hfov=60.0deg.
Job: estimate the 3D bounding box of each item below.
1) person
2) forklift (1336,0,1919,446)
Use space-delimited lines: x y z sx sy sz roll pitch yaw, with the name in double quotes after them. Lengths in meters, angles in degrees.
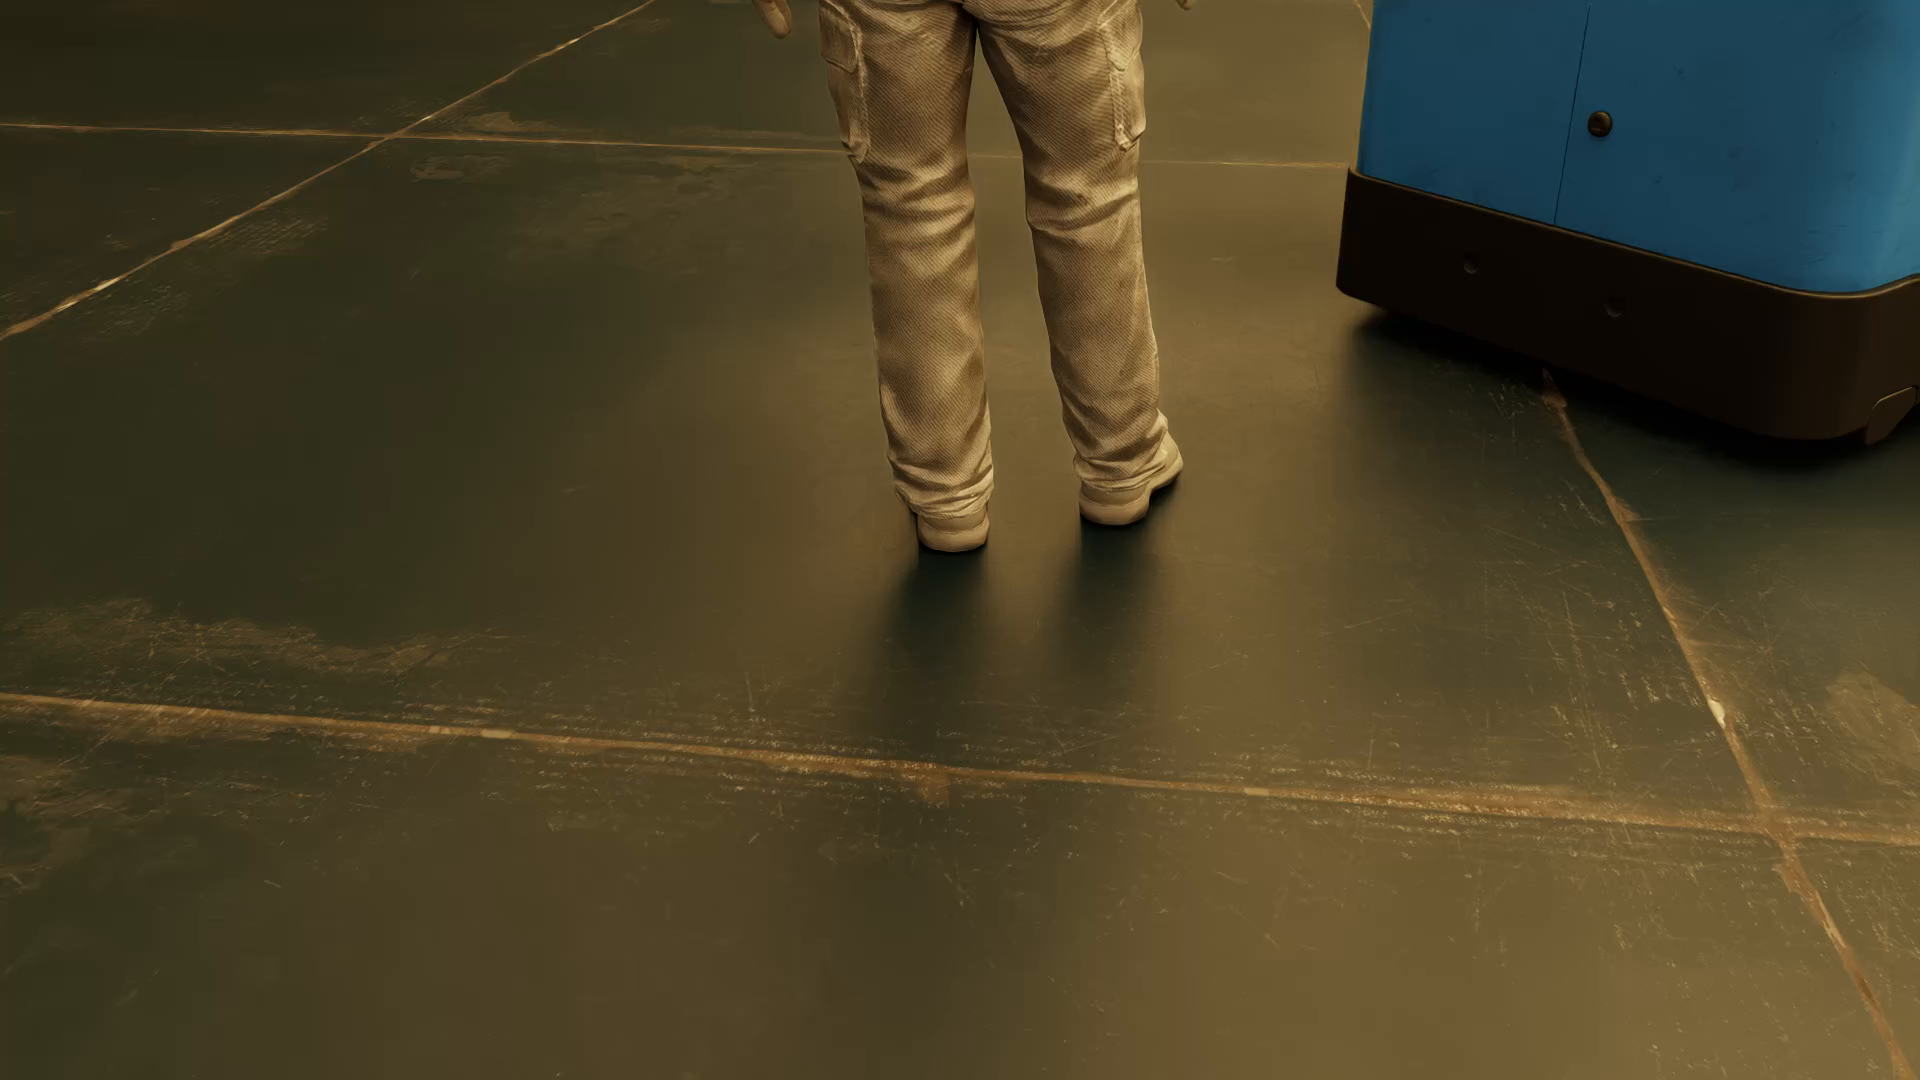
0.018 -0.836 2.161 0.657 1.783 0.576 3 27 7 "person"
2.255 -1.971 3.167 3.031 2.935 1.130 -18 32 -32 "forklift"
